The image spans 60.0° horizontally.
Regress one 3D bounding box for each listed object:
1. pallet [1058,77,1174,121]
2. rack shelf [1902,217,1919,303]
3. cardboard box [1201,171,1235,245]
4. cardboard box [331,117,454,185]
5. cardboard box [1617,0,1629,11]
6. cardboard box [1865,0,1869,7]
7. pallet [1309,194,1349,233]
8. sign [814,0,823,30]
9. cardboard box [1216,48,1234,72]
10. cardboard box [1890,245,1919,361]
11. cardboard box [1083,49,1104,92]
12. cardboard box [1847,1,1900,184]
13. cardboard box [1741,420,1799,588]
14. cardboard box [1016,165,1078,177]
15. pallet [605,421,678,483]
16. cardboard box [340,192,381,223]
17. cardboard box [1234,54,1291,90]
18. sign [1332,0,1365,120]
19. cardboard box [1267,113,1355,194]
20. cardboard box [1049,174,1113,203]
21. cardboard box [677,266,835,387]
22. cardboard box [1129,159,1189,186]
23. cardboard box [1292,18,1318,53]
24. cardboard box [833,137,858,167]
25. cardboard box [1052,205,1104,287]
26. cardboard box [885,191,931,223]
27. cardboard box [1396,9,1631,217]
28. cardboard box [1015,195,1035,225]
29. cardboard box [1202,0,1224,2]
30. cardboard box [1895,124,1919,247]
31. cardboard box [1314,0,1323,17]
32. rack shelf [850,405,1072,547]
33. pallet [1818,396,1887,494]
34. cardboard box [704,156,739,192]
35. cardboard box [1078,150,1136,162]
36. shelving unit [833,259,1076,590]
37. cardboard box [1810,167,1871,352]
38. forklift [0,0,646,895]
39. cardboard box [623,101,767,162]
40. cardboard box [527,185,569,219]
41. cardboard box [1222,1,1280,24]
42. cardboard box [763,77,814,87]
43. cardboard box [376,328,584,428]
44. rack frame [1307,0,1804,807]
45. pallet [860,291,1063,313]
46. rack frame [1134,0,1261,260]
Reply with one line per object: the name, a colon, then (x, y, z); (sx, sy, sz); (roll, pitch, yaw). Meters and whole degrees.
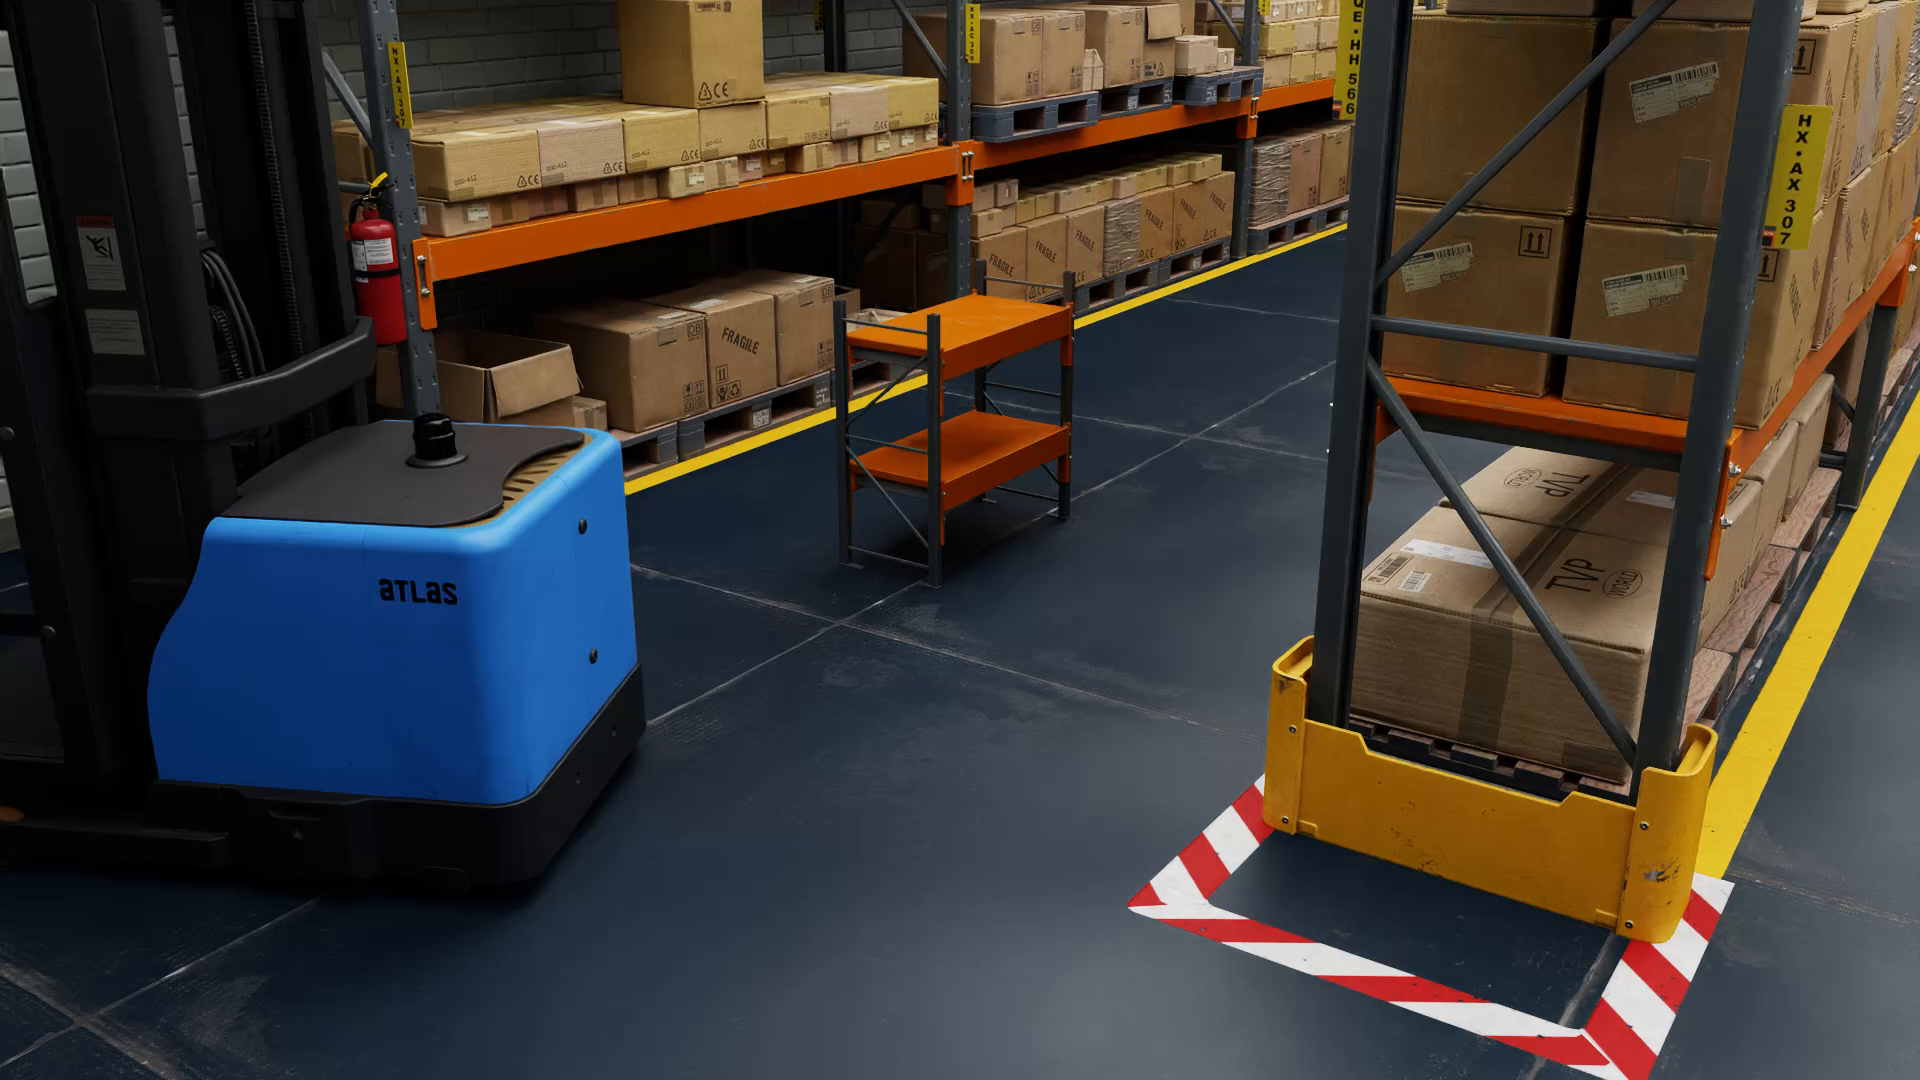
pallet: (0.776, -3.116, 11.643); (1.003, 0.211, 1.213); (13, 24, 32)
rack shelf: (4.848, -1.887, 9.080); (1.077, 0.370, 4.000); (13, 24, 32)
cardboard box: (1.806, -2.627, 13.040); (0.500, 0.500, 0.500); (14, 25, 33)
cardboard box: (-2.593, -1.723, 7.386); (0.500, 0.250, 0.500); (14, 25, 33)
cardboard box: (1.635, -1.543, 4.591); (0.380, 0.149, 0.250); (14, 24, 33)
cardboard box: (2.366, -1.591, 4.722); (0.380, 0.149, 0.250); (12, 24, 30)
pallet: (3.047, -3.035, 15.164); (1.003, 0.211, 1.213); (13, 24, 32)
sign: (-0.844, -3.268, 10.107); (0.100, 0.325, 0.005); (13, 24, 32)
cardboard box: (1.814, -3.581, 12.379); (0.380, 0.149, 0.250); (14, 24, 33)
cardboard box: (5.011, -1.562, 9.620); (0.875, 0.875, 0.875); (14, 24, 32)
cardboard box: (0.715, -3.075, 10.843); (0.396, 0.266, 0.258); (15, 25, 34)
cardboard box: (2.549, -1.400, 5.140); (0.500, 0.500, 0.500); (13, 24, 31)
cardboard box: (2.780, -0.230, 6.650); (0.875, 0.438, 0.875); (12, 24, 30)
cardboard box: (0.632, -2.624, 12.097); (0.380, 0.149, 0.250); (13, 24, 32)
pallet: (-2.142, -0.413, 8.077); (1.003, 0.211, 1.213); (13, 24, 32)
cardboard box: (-2.667, -1.499, 7.357); (0.380, 0.149, 0.250); (13, 24, 31)
cardboard box: (2.317, -3.775, 13.362); (0.500, 0.250, 0.500); (13, 24, 32)
sign: (1.035, -1.267, 4.356); (0.100, 0.325, 0.005); (13, 24, 32)
cardboard box: (3.387, -3.623, 15.554); (0.875, 0.625, 0.625); (13, 24, 31)
cardboard box: (0.848, -2.467, 11.674); (0.380, 0.149, 0.250); (13, 24, 32)
cardboard box: (-1.113, -1.187, 9.148); (0.700, 0.500, 0.500); (12, 24, 30)
cardboard box: (1.485, -2.752, 12.443); (0.380, 0.149, 0.250); (12, 24, 30)
cardboard box: (2.599, -4.152, 13.663); (0.500, 0.250, 0.500); (14, 25, 33)
cardboard box: (-0.778, -2.131, 9.064); (0.380, 0.149, 0.250); (14, 24, 33)
cardboard box: (0.650, -2.034, 11.438); (0.500, 0.500, 0.500); (12, 24, 30)
cardboard box: (-0.271, -2.185, 10.910); (0.380, 0.149, 0.250); (13, 24, 32)
cardboard box: (1.550, -1.203, 4.609); (0.500, 0.500, 0.500); (14, 25, 34)
cardboard box: (0.265, -2.168, 10.865); (0.380, 0.149, 0.250); (12, 23, 29)
cardboard box: (1.936, -4.346, 13.611); (0.380, 0.149, 0.250); (14, 24, 33)
cardboard box: (3.675, -1.515, 6.892); (0.500, 0.500, 0.500); (14, 24, 32)
cardboard box: (2.813, -4.461, 13.923); (0.380, 0.149, 0.250); (14, 24, 32)
rack shelf: (-0.004, -0.296, 7.149); (0.538, 0.278, 1.000); (13, 24, 32)
pallet: (4.096, -0.579, 8.526); (1.003, 0.211, 1.213); (13, 24, 32)
cardboard box: (-1.324, -1.832, 8.257); (0.380, 0.149, 0.250); (14, 24, 33)
cardboard box: (1.143, -2.934, 12.936); (0.380, 0.149, 0.250); (14, 25, 33)
shelving unit: (-0.004, -0.526, 7.065); (0.538, 1.125, 1.048); (13, 24, 32)
cardboard box: (2.545, -0.925, 5.297); (0.500, 0.500, 0.500); (13, 24, 32)
forklift: (-2.580, -0.621, 4.719); (3.031, 2.935, 1.130); (3, 21, 8)
cardboard box: (-1.319, -2.058, 8.293); (0.500, 0.250, 0.500); (13, 24, 30)
cardboard box: (-1.996, -1.557, 7.513); (0.380, 0.149, 0.250); (13, 24, 31)
cardboard box: (2.288, -4.150, 13.082); (0.380, 0.149, 0.250); (14, 25, 33)
cardboard box: (-1.161, -2.452, 9.358); (0.500, 0.250, 0.500); (13, 24, 31)
cardboard box: (-2.209, -0.653, 7.700); (0.797, 0.503, 0.637); (12, 24, 30)
rack frame: (1.476, -0.503, 4.301); (1.000, 3.000, 0.127); (13, 24, 32)
pallet: (0.043, -1.550, 11.152); (1.003, 0.211, 1.213); (13, 24, 32)
rack frame: (1.865, -3.765, 13.120); (1.000, 3.000, 0.127); (13, 24, 32)
